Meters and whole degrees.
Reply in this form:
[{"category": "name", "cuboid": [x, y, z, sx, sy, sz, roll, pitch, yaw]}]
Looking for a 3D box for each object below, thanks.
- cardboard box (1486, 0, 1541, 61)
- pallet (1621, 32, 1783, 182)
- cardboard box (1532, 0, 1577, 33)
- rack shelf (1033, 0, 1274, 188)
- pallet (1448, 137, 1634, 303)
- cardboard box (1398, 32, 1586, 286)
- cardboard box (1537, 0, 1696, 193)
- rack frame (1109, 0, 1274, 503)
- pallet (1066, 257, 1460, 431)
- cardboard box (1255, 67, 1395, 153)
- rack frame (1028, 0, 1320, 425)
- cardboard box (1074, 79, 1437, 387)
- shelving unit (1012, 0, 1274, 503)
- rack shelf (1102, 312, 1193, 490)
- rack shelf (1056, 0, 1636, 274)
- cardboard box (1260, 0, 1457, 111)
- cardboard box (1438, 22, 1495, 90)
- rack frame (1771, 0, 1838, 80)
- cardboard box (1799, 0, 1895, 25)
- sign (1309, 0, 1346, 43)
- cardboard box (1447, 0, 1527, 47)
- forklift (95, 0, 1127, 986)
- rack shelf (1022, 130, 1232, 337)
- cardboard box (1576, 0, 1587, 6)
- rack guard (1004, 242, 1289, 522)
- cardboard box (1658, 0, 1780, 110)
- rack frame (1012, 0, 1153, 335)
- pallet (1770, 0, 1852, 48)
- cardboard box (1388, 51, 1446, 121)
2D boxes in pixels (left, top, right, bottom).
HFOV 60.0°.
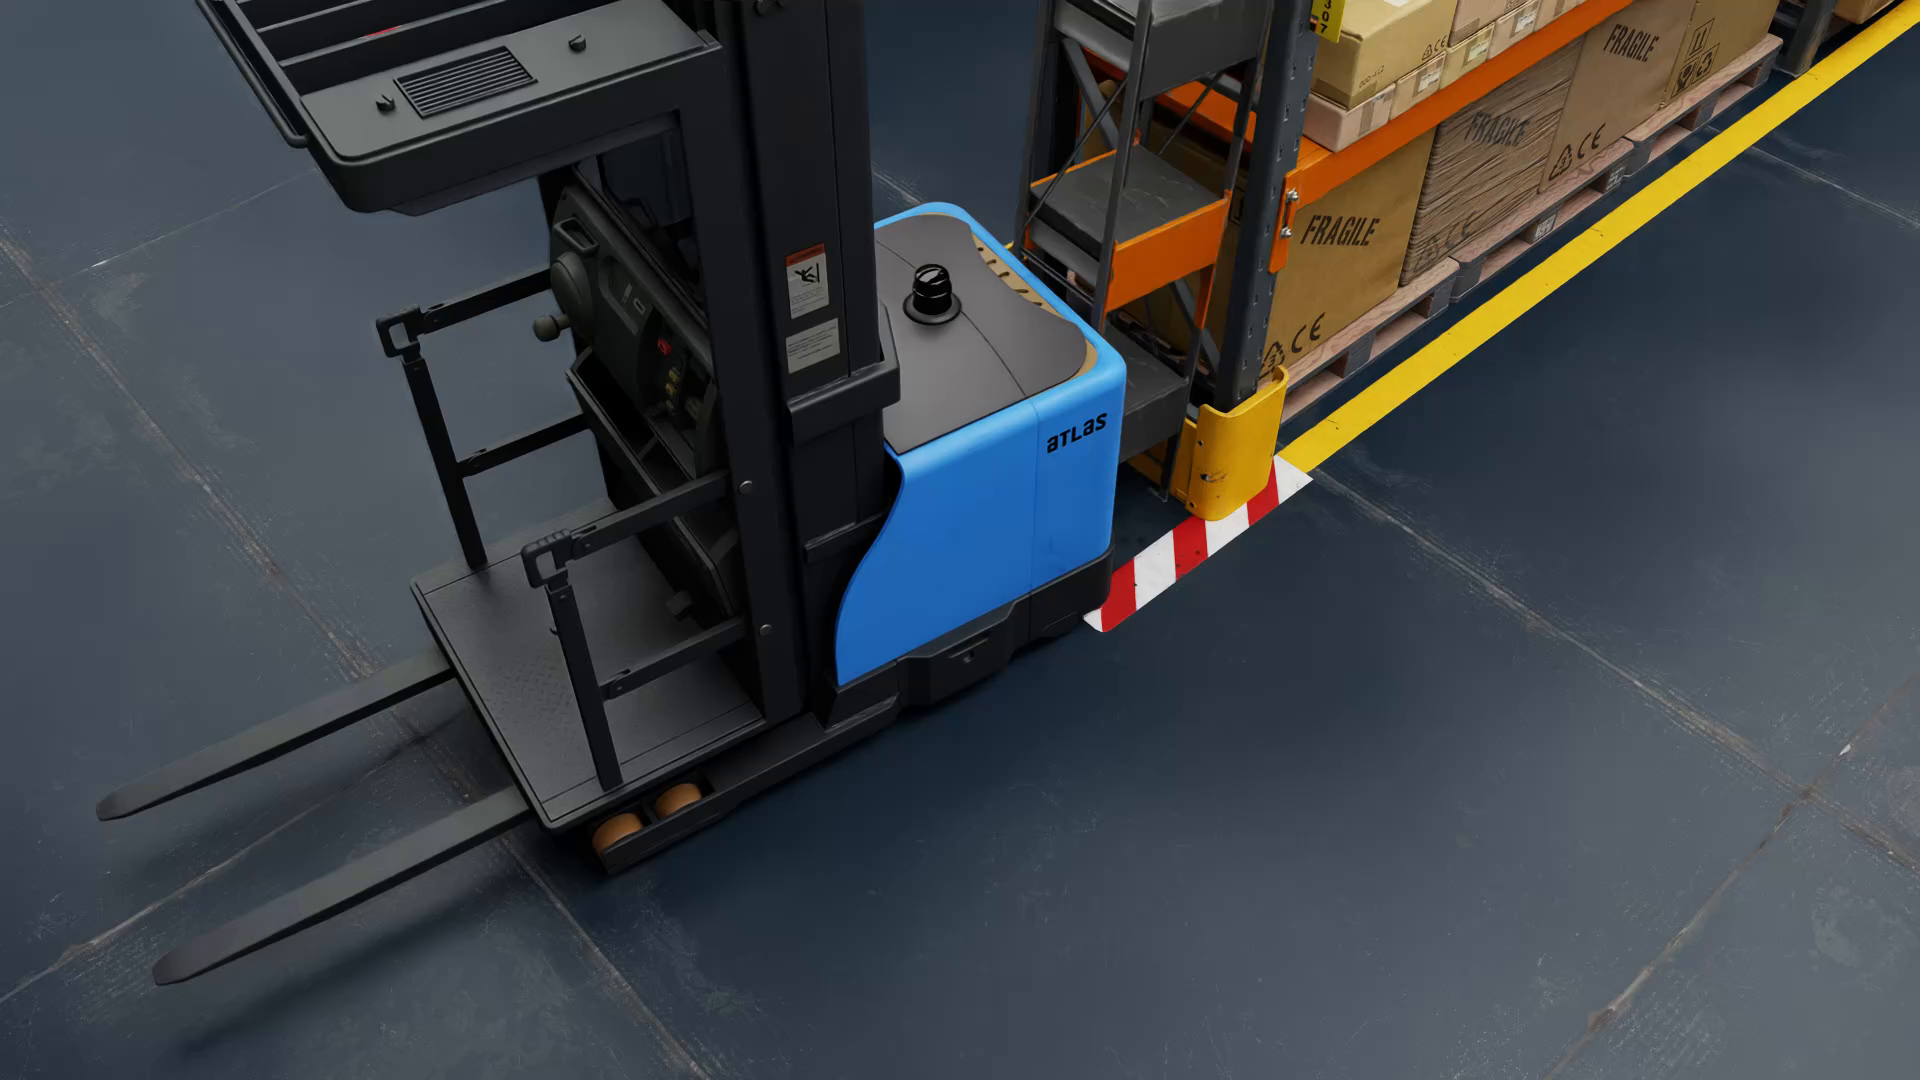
[{"category": "cardboard box", "cuboid": [1.683, -1.771, 5.514, 0.250, 0.149, 0.380, -35, 56, -28]}, {"category": "pallet", "cuboid": [2.972, -2.175, 7.613, 1.213, 0.211, 1.003, -34, 56, -27]}, {"category": "cardboard box", "cuboid": [1.871, -1.896, 5.630, 0.250, 0.149, 0.380, -35, 56, -28]}, {"category": "rack shelf", "cuboid": [0.528, -1.374, 4.644, 0.480, 0.518, 0.431, -28, 53, -29]}, {"category": "pallet", "cuboid": [2.069, -1.569, 7.054, 1.213, 0.211, 1.003, -34, 56, -27]}, {"category": "cardboard box", "cuboid": [1.721, -1.708, 6.445, 0.875, 0.875, 0.875, -34, 56, -27]}, {"category": "cardboard box", "cuboid": [2.379, -2.148, 6.851, 0.875, 0.875, 0.875, -34, 56, -27]}, {"category": "rack frame", "cuboid": [0.671, -0.988, 5.244, 0.015, 2.100, 0.400, -28, 53, -29]}, {"category": "pallet", "cuboid": [1.167, -0.969, 6.500, 1.213, 0.211, 1.003, -34, 56, -27]}, {"category": "cardboard box", "cuboid": [1.112, -1.387, 5.160, 0.250, 0.149, 0.380, -33, 55, -27]}, {"category": "rack frame", "cuboid": [0.628, -1.476, 5.071, 0.127, 3.000, 1.000, -34, 56, -27]}, {"category": "cardboard box", "cuboid": [1.047, -1.258, 6.030, 0.875, 0.875, 0.875, -34, 56, -27]}, {"category": "shelving unit", "cuboid": [0.482, -0.888, 5.126, 0.503, 2.100, 0.431, -28, 53, -29]}, {"category": "rack shelf", "cuboid": [0.435, -0.383, 5.628, 0.480, 0.518, 0.431, -28, 53, -29]}, {"category": "rack shelf", "cuboid": [2.107, -2.221, 6.248, 4.000, 0.370, 1.077, -34, 56, -27]}, {"category": "cardboard box", "cuboid": [1.164, -1.617, 5.101, 0.500, 0.250, 0.500, -35, 56, -28]}, {"category": "cardboard box", "cuboid": [1.490, -1.642, 5.395, 0.250, 0.149, 0.380, -35, 56, -28]}, {"category": "rack frame", "cuboid": [3.587, -3.454, 6.896, 0.127, 3.000, 1.000, -34, 56, -27]}, {"category": "cardboard box", "cuboid": [4.047, -3.203, 7.825, 0.875, 0.875, 1.225, -34, 56, -27]}, {"category": "sign", "cuboid": [0.997, -1.492, 4.443, 0.005, 0.325, 0.100, -34, 56, -27]}, {"category": "cardboard box", "cuboid": [1.545, -1.877, 5.341, 0.500, 0.250, 0.500, -34, 56, -28]}, {"category": "forklift", "cuboid": [-1.018, -0.482, 4.201, 3.031, 2.935, 1.130, -25, 52, -22]}, {"category": "rack shelf", "cuboid": [0.481, -0.878, 5.136, 0.480, 0.518, 0.431, -28, 53, -29]}, {"category": "cardboard box", "cuboid": [2.062, -2.024, 5.748, 0.250, 0.149, 0.380, -34, 56, -27]}, {"category": "rack guard", "cuboid": [0.610, -0.617, 5.979, 0.348, 0.500, 1.175, -34, 56, -27]}, {"category": "cardboard box", "cuboid": [3.045, -2.593, 7.262, 0.875, 0.875, 0.875, -34, 56, -27]}, {"category": "rack frame", "cuboid": [0.293, -0.788, 5.008, 0.015, 2.100, 0.400, -28, 53, -29]}, {"category": "pallet", "cuboid": [4.107, -2.931, 8.311, 1.213, 0.211, 1.003, -34, 56, -27]}, {"category": "cardboard box", "cuboid": [1.301, -1.515, 5.278, 0.250, 0.149, 0.380, -35, 56, -28]}]
